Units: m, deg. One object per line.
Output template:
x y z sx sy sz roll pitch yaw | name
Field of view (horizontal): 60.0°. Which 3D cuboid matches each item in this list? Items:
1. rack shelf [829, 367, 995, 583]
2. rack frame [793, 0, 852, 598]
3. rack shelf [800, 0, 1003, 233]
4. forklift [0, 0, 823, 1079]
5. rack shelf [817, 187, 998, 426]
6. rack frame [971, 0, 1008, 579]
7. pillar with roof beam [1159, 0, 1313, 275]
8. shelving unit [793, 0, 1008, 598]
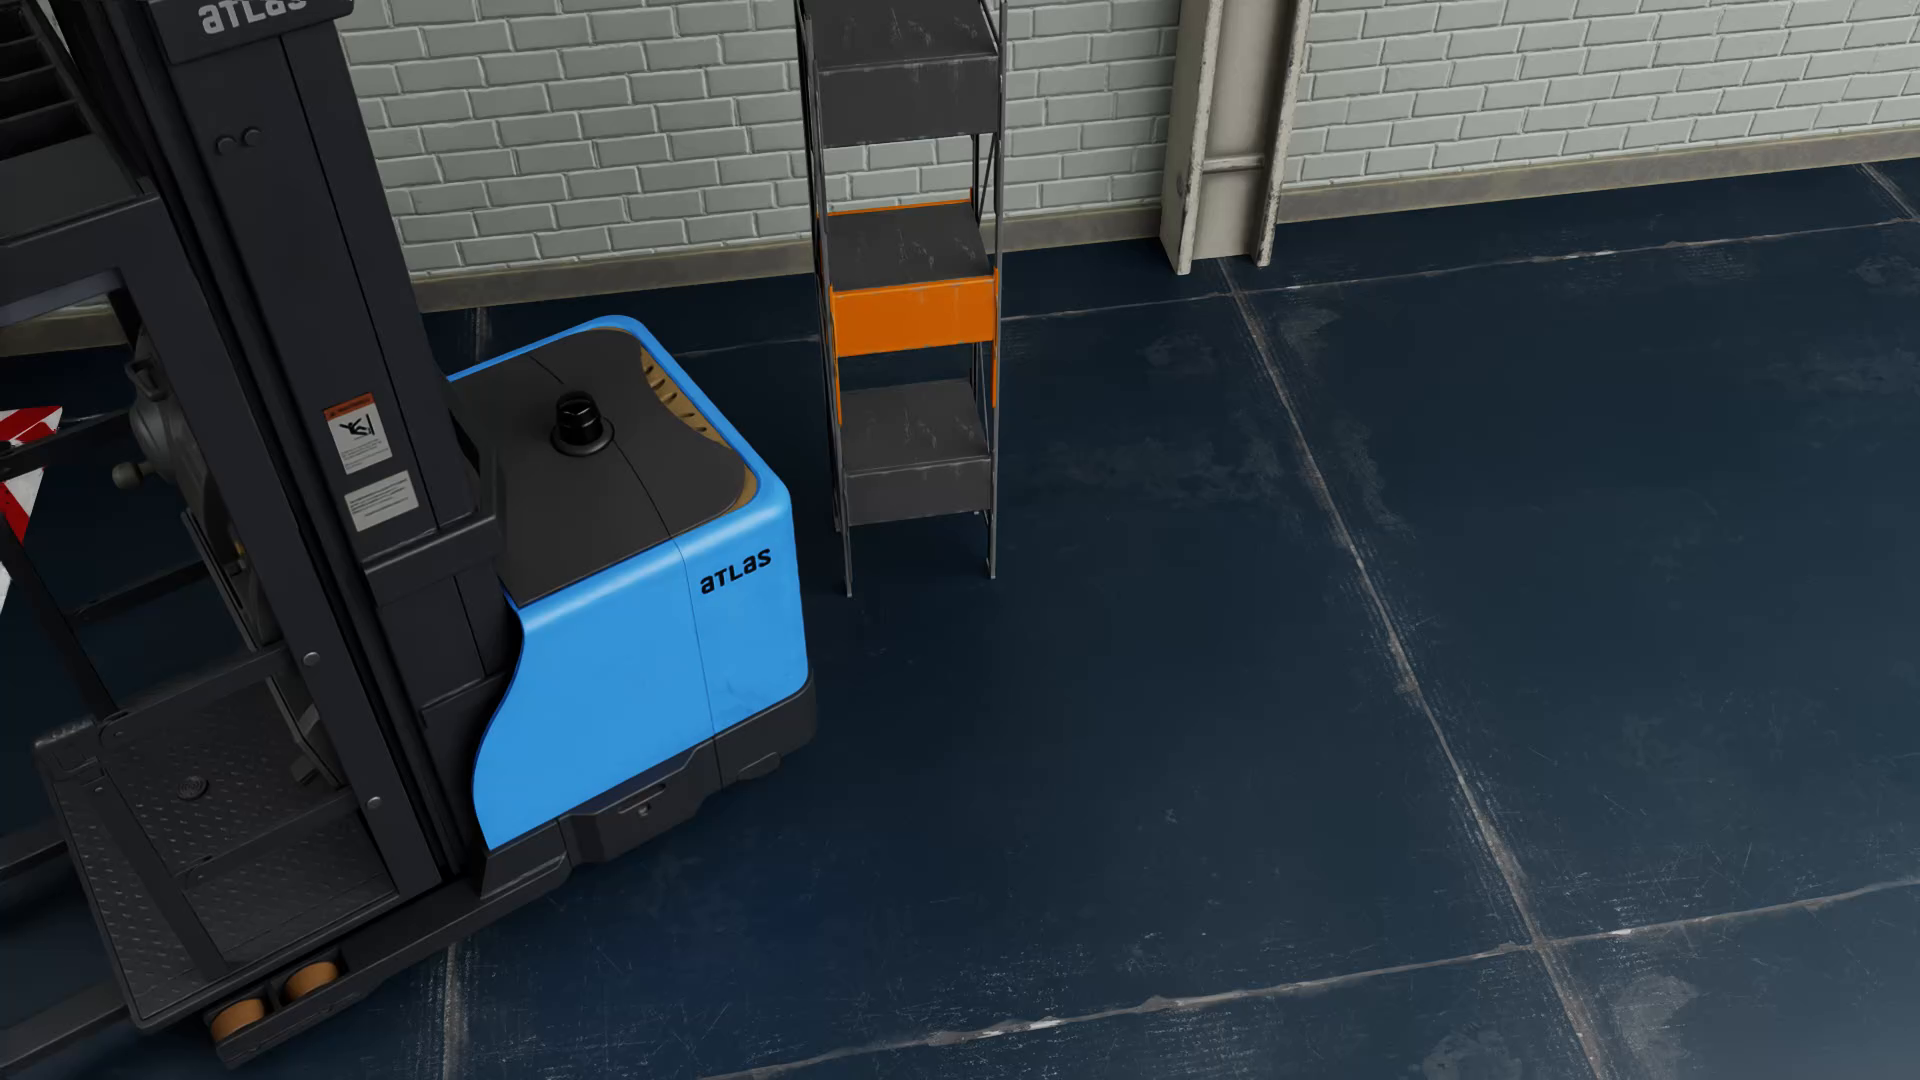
-0.163 -0.213 5.488 0.480 0.518 0.431 -7 46 -7 | rack shelf
-0.404 -0.678 4.945 0.015 2.100 0.400 -7 46 -7 | rack frame
-0.163 -1.184 4.480 0.480 0.518 0.431 -7 46 -7 | rack shelf
-1.925 -0.083 3.794 3.031 2.935 1.130 -26 52 -23 | forklift
-0.163 -0.699 4.984 0.480 0.518 0.431 -7 46 -7 | rack shelf
0.077 -0.738 5.003 0.015 2.100 0.400 -7 46 -7 | rack frame
1.788 -1.283 0.738 0.400 9.000 9.100 -7 46 -7 | pillar with roof beam
-0.163 -0.708 4.974 0.503 2.100 0.431 -7 46 -7 | shelving unit
